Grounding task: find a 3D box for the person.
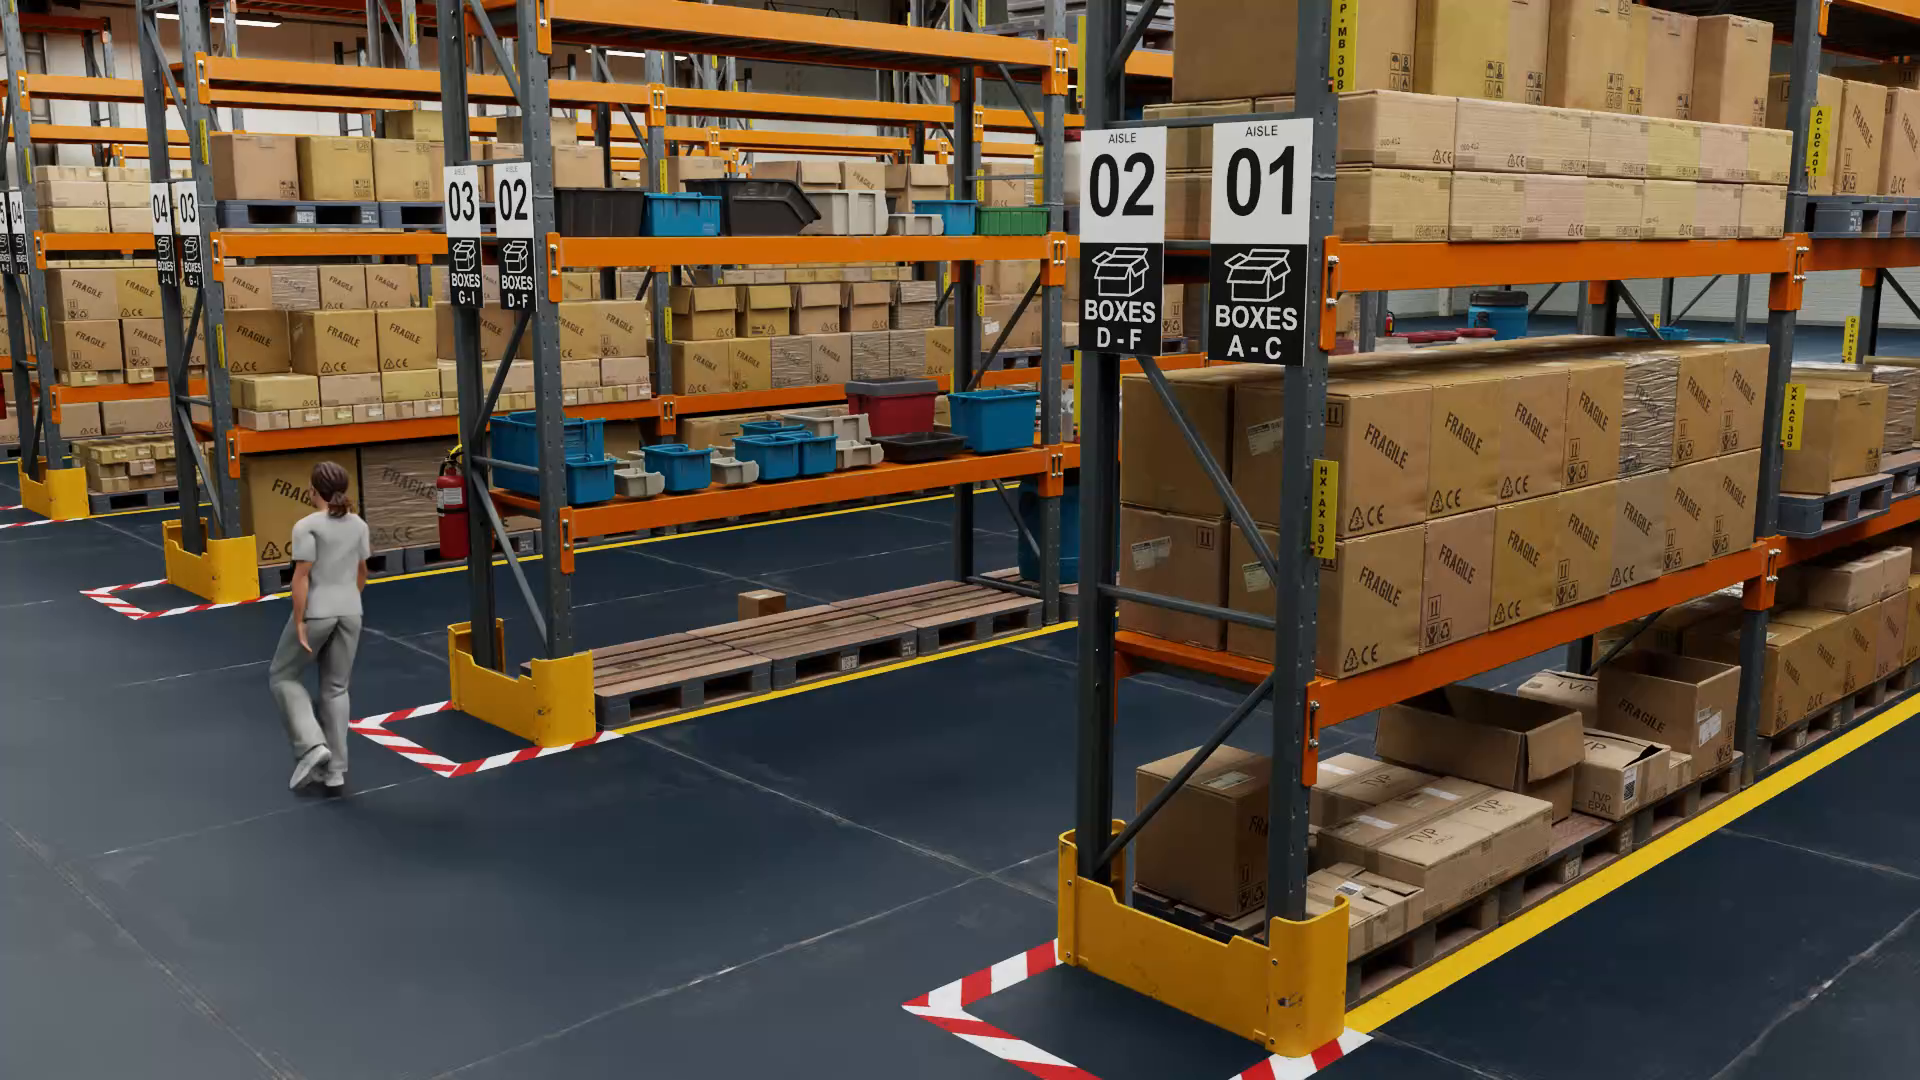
[{"bbox_3d":[-3.264,0.425,8.549,0.432,1.658,0.537,10,14,42],"label":"person"}]
